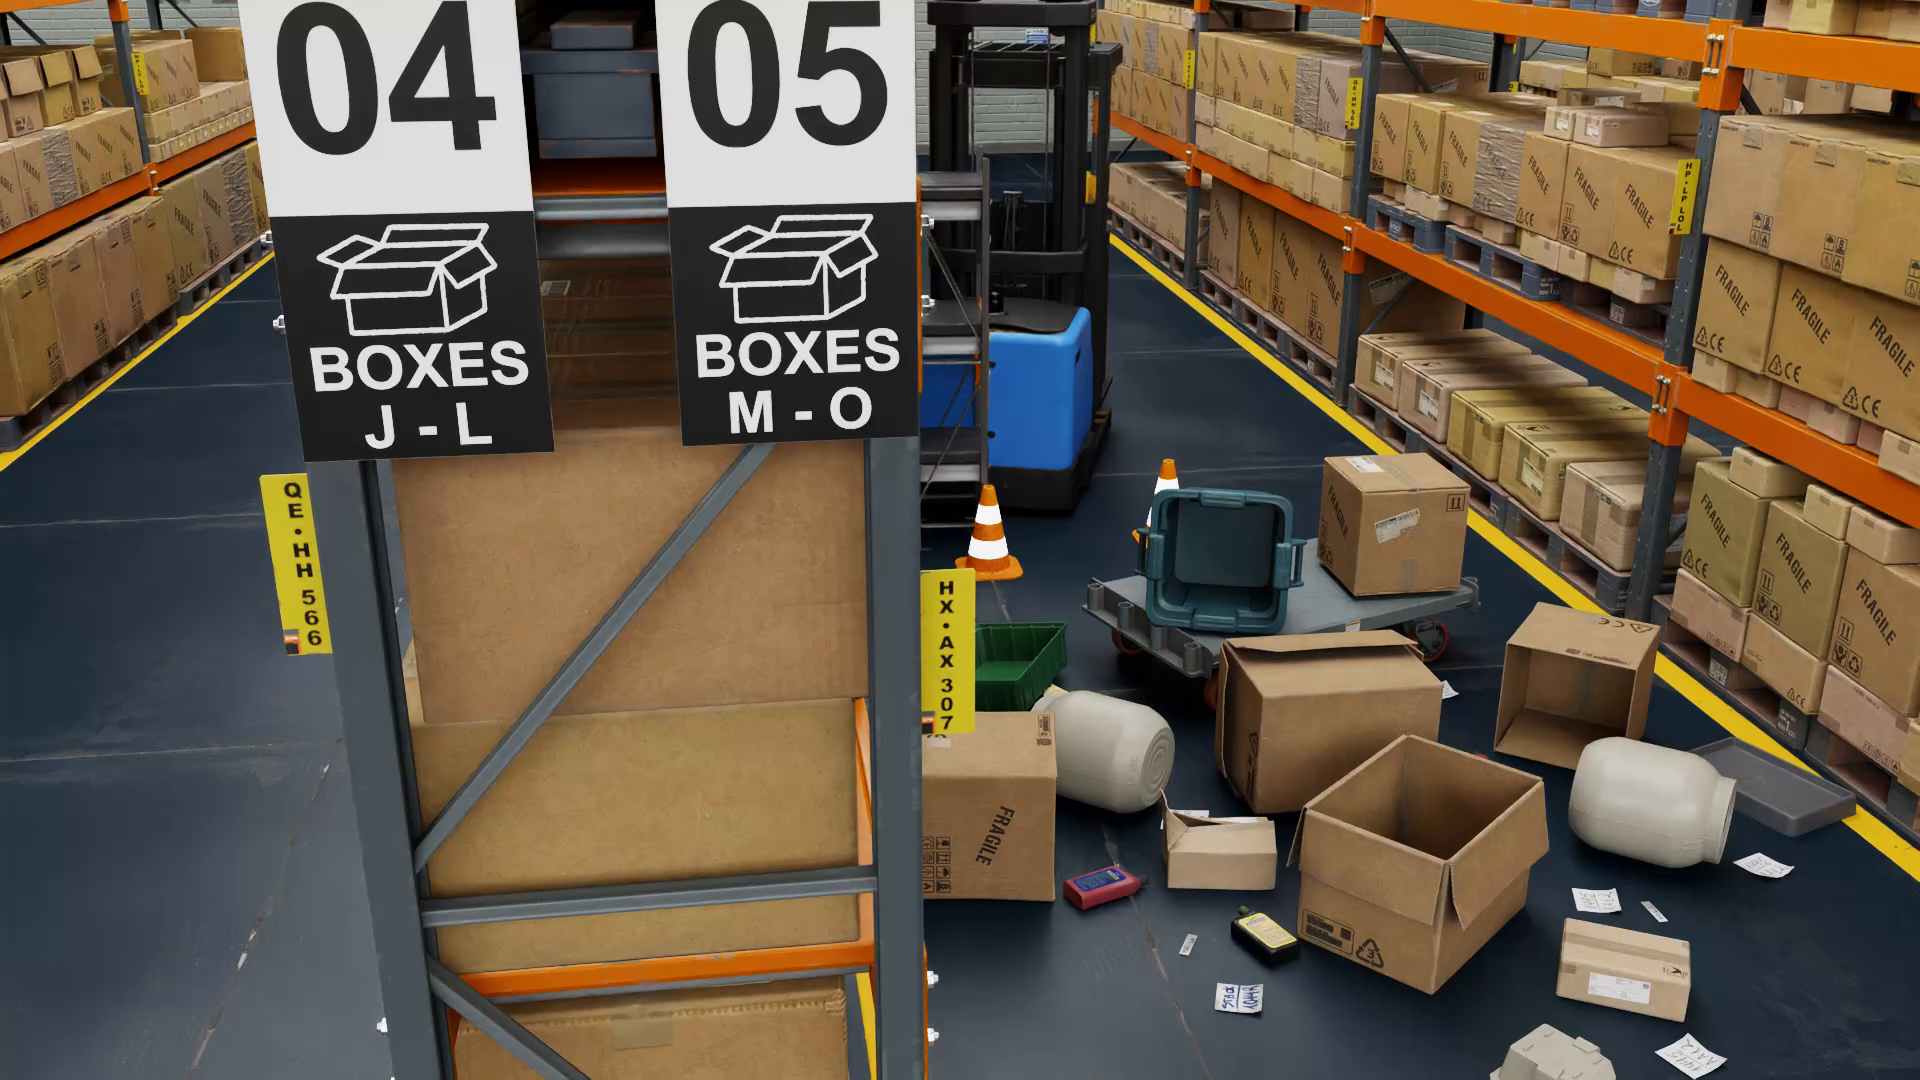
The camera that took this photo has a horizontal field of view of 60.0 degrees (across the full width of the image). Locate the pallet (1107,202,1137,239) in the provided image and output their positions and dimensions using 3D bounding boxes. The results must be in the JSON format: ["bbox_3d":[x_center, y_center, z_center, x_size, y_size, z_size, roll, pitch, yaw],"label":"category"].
[{"bbox_3d":[2.198,-3.571,18.475,1.003,0.211,1.213,-3,21,-8],"label":"pallet"}]

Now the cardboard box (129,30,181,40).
[{"bbox_3d":[-7.927,-4.718,16.278,0.500,0.500,0.500,-3,21,-9],"label":"cardboard box"}]

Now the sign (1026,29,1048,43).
[{"bbox_3d":[1.112,-7.247,23.945,0.327,0.218,0.001,-3,21,-8],"label":"sign"}]

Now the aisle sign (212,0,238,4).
[{"bbox_3d":[-7.515,-5.908,17.032,0.394,0.787,0.004,-3,21,-8],"label":"aisle sign"}]

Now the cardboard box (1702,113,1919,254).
[{"bbox_3d":[3.584,-1.487,6.912,0.700,0.500,0.500,-3,21,-8],"label":"cardboard box"}]

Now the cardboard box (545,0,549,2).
[{"bbox_3d":[-1.065,-1.219,3.520,0.380,0.149,0.250,-3,21,-7],"label":"cardboard box"}]

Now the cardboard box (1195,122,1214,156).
[{"bbox_3d":[2.384,-3.529,14.593,0.500,0.250,0.500,-3,21,-9],"label":"cardboard box"}]

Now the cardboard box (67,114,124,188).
[{"bbox_3d":[-6.823,-2.992,12.798,0.500,0.500,0.500,-2,21,-6],"label":"cardboard box"}]

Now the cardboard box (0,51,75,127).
[{"bbox_3d":[-7.037,-3.323,12.250,0.797,0.503,0.637,-3,21,-7],"label":"cardboard box"}]

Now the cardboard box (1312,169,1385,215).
[{"bbox_3d":[2.828,-2.472,11.762,0.500,0.250,0.500,-4,21,-10],"label":"cardboard box"}]

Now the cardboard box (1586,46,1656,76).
[{"bbox_3d":[6.932,-5.132,17.387,0.500,0.500,0.500,-2,21,-6],"label":"cardboard box"}]

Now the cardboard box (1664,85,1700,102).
[{"bbox_3d":[7.178,-4.250,16.097,0.500,0.250,0.500,-2,21,-6],"label":"cardboard box"}]

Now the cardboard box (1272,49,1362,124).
[{"bbox_3d":[2.678,-3.411,12.489,0.500,0.500,0.500,-3,21,-8],"label":"cardboard box"}]

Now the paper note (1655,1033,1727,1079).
[{"bbox_3d":[2.205,1.554,5.013,0.148,0.019,0.142,-11,23,-26],"label":"paper note"}]

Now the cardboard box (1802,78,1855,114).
[{"bbox_3d":[7.529,-3.631,13.906,0.700,0.500,0.500,-3,21,-8],"label":"cardboard box"}]

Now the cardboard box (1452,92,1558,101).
[{"bbox_3d":[3.499,-2.620,10.775,0.500,0.500,0.500,-4,21,-9],"label":"cardboard box"}]

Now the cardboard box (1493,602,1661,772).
[{"bbox_3d":[2.543,0.614,6.854,0.500,0.500,0.500,12,24,29],"label":"cardboard box"}]

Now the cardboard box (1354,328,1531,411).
[{"bbox_3d":[3.230,-1.150,11.163,0.950,0.372,0.625,-4,21,-11],"label":"cardboard box"}]

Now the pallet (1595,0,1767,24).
[{"bbox_3d":[3.751,-2.532,7.689,1.213,0.211,1.003,-3,21,-8],"label":"pallet"}]

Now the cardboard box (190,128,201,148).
[{"bbox_3d":[-7.092,-3.628,15.003,0.380,0.149,0.250,-3,21,-9],"label":"cardboard box"}]

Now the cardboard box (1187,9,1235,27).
[{"bbox_3d":[2.292,-4.772,15.206,0.380,0.149,0.250,-2,21,-6],"label":"cardboard box"}]

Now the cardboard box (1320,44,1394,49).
[{"bbox_3d":[3.119,-3.605,13.008,0.500,0.500,0.500,-3,21,-7],"label":"cardboard box"}]

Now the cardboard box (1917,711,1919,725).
[{"bbox_3d":[3.793,0.510,5.822,0.500,0.500,0.500,-3,21,-9],"label":"cardboard box"}]

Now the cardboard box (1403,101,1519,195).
[{"bbox_3d":[3.076,-2.416,10.228,0.500,0.500,0.500,-2,21,-5],"label":"cardboard box"}]

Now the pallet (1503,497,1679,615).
[{"bbox_3d":[3.621,0.042,8.803,1.003,0.211,1.213,-3,21,-8],"label":"pallet"}]

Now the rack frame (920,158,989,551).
[{"bbox_3d":[-0.053,-0.927,8.698,0.400,2.100,0.015,-1,21,-3],"label":"rack frame"}]

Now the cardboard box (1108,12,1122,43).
[{"bbox_3d":[1.874,-5.306,17.564,0.500,0.500,0.500,-3,21,-9],"label":"cardboard box"}]

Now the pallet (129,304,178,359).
[{"bbox_3d":[-7.039,-1.696,13.454,1.003,0.211,1.213,-3,21,-8],"label":"pallet"}]

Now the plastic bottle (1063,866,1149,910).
[{"bbox_3d":[0.519,1.218,5.869,0.283,0.061,0.133,-11,23,-26],"label":"plastic bottle"}]

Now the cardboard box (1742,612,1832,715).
[{"bbox_3d":[3.641,0.498,6.925,0.500,0.250,0.500,-2,21,-5],"label":"cardboard box"}]

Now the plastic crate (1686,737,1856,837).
[{"bbox_3d":[3.150,0.957,6.539,0.402,0.080,0.583,-11,23,-26],"label":"plastic crate"}]

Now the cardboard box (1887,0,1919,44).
[{"bbox_3d":[3.661,-1.900,6.088,0.380,0.149,0.250,-2,21,-6],"label":"cardboard box"}]

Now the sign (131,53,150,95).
[{"bbox_3d":[-6.689,-3.801,13.565,0.100,0.325,0.005,-3,21,-8],"label":"sign"}]

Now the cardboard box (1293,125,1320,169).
[{"bbox_3d":[2.759,-2.876,12.130,0.500,0.250,0.500,-3,21,-9],"label":"cardboard box"}]

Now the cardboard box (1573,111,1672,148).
[{"bbox_3d":[3.332,-2.068,8.372,0.380,0.149,0.250,-4,21,-9],"label":"cardboard box"}]

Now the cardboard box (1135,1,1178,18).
[{"bbox_3d":[1.964,-5.293,16.602,0.380,0.149,0.250,-3,21,-9],"label":"cardboard box"}]

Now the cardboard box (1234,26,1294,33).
[{"bbox_3d":[2.753,-4.457,15.292,0.500,0.500,0.500,-3,21,-7],"label":"cardboard box"}]

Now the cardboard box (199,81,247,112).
[{"bbox_3d":[-7.397,-4.389,16.470,0.500,0.250,0.500,-3,21,-9],"label":"cardboard box"}]

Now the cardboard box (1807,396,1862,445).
[{"bbox_3d":[3.620,-0.490,6.599,0.380,0.149,0.250,-2,21,-6],"label":"cardboard box"}]

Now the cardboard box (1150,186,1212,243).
[{"bbox_3d":[2.468,-3.294,16.811,0.875,0.438,0.875,-4,21,-9],"label":"cardboard box"}]

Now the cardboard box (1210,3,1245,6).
[{"bbox_3d":[2.559,-5.146,16.209,0.380,0.149,0.250,-3,21,-8],"label":"cardboard box"}]

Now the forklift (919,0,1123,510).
[{"bbox_3d":[0.404,-2.021,10.439,1.130,2.935,3.031,4,21,10],"label":"forklift"}]

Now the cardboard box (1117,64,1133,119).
[{"bbox_3d":[1.946,-4.665,17.278,0.500,0.500,0.500,-3,21,-8],"label":"cardboard box"}]

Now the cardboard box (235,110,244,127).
[{"bbox_3d":[-7.315,-4.162,16.432,0.380,0.149,0.250,-3,21,-7],"label":"cardboard box"}]

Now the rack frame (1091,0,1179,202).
[{"bbox_3d":[2.005,-5.150,18.718,1.000,3.000,0.127,-3,21,-8],"label":"rack frame"}]

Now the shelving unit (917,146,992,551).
[{"bbox_3d":[-0.067,-1.013,8.926,0.431,2.100,0.503,-1,21,-3],"label":"shelving unit"}]

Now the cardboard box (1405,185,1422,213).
[{"bbox_3d":[3.022,-2.141,10.419,0.380,0.149,0.250,-4,21,-11],"label":"cardboard box"}]

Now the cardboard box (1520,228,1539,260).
[{"bbox_3d":[3.255,-1.593,8.952,0.380,0.149,0.250,-3,21,-8],"label":"cardboard box"}]

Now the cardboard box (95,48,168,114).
[{"bbox_3d":[-7.041,-3.864,13.993,0.500,0.500,0.500,-3,21,-8],"label":"cardboard box"}]

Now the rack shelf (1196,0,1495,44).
[{"bbox_3d":[2.870,-4.141,12.757,1.077,0.370,4.000,-3,21,-8],"label":"rack shelf"}]

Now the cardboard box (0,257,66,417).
[{"bbox_3d":[-6.727,-1.322,10.904,1.225,0.875,0.875,-4,21,-10],"label":"cardboard box"}]

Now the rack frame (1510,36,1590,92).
[{"bbox_3d":[6.916,-5.402,19.392,1.000,3.000,0.127,-3,21,-8],"label":"rack frame"}]

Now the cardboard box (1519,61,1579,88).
[{"bbox_3d":[6.715,-5.300,18.909,0.500,0.250,0.500,-3,21,-7],"label":"cardboard box"}]

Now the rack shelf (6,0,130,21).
[{"bbox_3d":[-7.513,-5.026,15.127,1.077,0.370,4.000,-3,21,-8],"label":"rack shelf"}]
